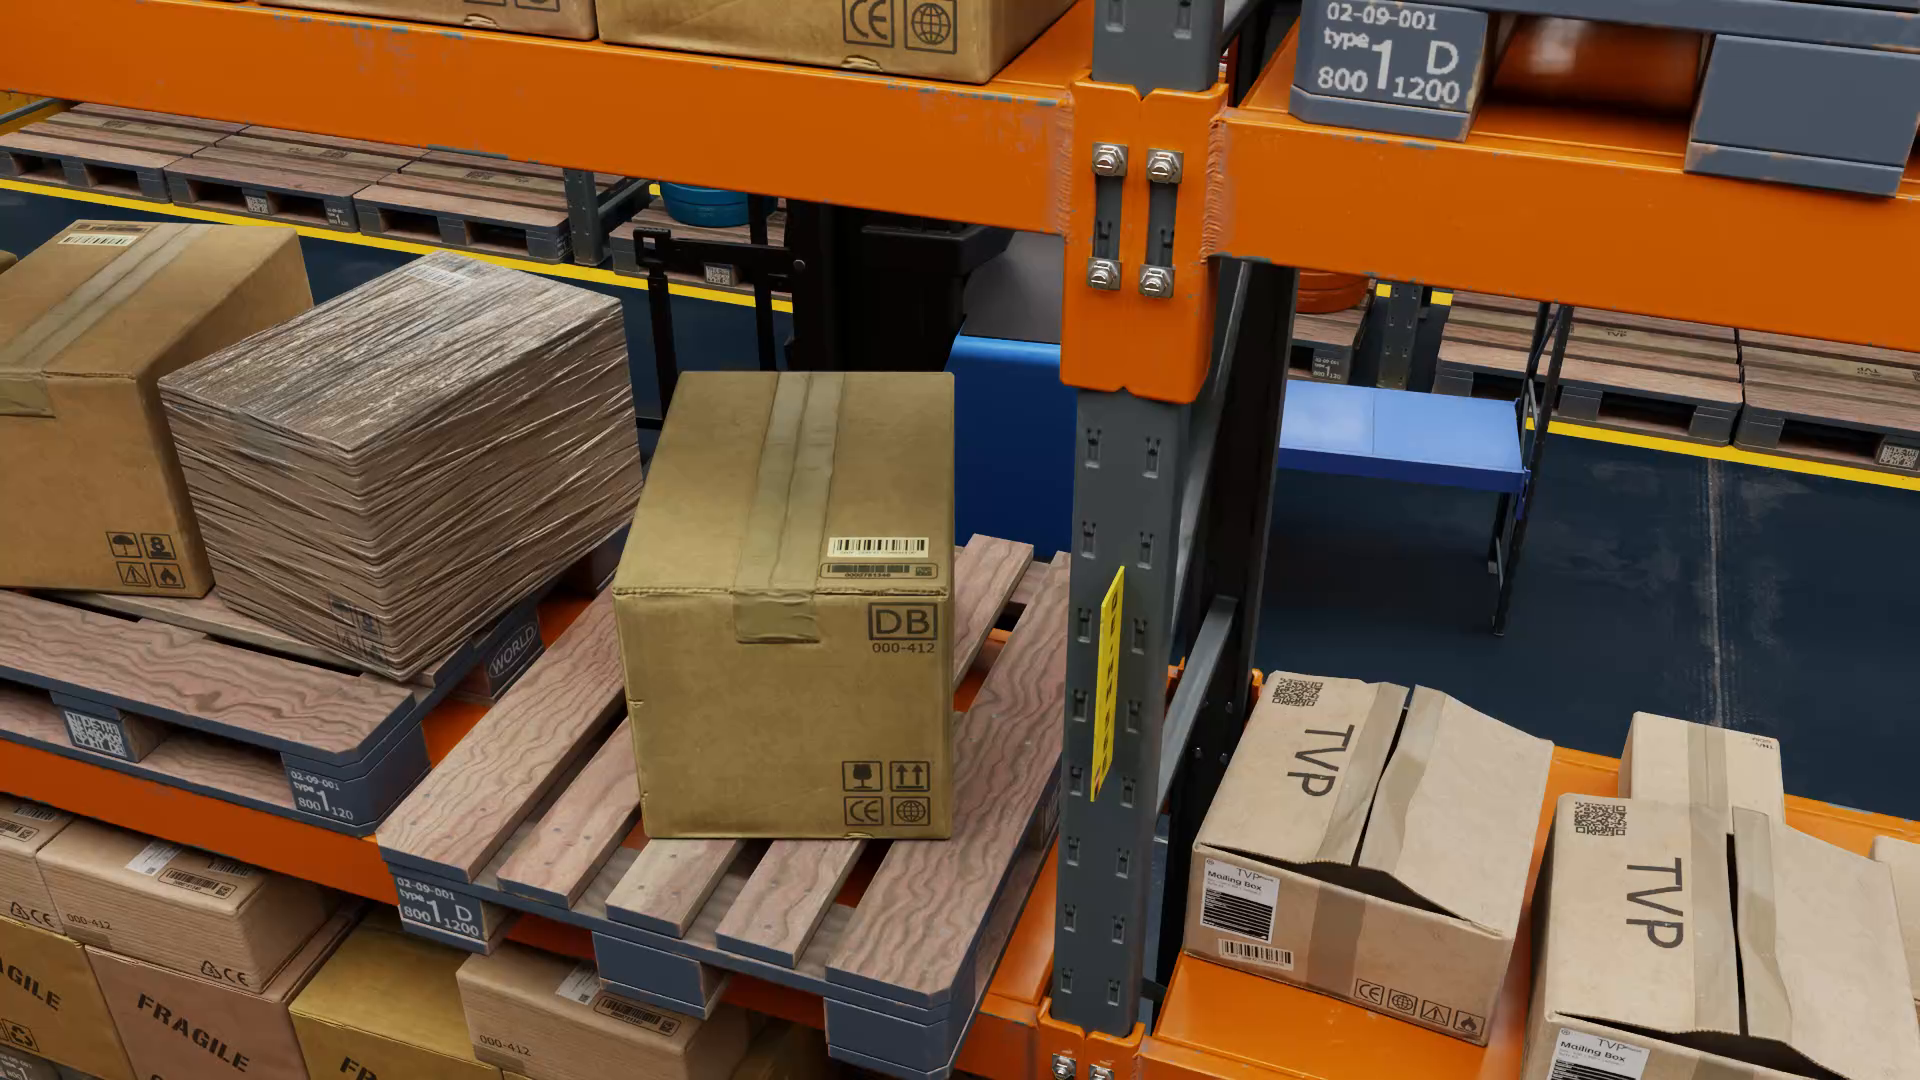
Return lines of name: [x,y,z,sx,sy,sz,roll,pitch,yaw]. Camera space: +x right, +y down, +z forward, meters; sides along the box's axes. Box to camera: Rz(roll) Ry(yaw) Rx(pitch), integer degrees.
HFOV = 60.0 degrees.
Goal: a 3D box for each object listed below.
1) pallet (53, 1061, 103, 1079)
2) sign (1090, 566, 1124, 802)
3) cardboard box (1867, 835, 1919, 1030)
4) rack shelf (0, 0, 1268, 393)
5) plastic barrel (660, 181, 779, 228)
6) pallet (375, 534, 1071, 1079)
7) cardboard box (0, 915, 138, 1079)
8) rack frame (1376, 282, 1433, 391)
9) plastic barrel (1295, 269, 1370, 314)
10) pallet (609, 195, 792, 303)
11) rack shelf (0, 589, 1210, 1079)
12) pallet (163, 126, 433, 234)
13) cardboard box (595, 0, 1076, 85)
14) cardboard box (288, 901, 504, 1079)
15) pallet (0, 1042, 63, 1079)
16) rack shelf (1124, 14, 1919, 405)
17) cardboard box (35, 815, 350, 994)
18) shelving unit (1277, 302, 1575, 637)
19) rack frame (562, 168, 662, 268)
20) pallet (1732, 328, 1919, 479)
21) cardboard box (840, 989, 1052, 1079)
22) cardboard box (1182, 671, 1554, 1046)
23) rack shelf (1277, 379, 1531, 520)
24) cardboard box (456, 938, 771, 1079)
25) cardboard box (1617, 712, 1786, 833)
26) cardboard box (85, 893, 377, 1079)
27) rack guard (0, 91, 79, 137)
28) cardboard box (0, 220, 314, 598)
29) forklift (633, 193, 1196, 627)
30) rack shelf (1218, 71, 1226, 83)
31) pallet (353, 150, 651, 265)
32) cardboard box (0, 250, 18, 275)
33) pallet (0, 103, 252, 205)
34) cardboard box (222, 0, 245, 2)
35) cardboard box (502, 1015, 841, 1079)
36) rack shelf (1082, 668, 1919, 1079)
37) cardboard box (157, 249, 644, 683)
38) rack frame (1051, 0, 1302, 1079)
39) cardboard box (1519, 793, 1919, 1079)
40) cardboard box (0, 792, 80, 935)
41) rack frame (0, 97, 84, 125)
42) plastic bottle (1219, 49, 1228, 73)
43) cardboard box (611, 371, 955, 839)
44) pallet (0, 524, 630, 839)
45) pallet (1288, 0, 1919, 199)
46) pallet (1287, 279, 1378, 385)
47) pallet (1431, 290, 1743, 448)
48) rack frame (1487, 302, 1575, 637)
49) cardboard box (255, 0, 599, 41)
pallet: [-1.466,1.158,4.262,1.213,0.211,1.003,11,34,16]
sign: [0.195,0.192,2.192,0.005,0.325,0.100,11,34,16]
cardboard box: [1.588,0.677,2.668,0.250,0.149,0.380,14,35,20]
rack shelf: [-1.514,-0.957,2.865,4.000,0.370,1.077,11,34,16]
plastic barrel: [-1.216,-2.080,8.254,0.708,0.901,0.600,11,34,16]
pallet: [-0.293,0.359,3.105,1.003,0.211,1.213,11,34,16]
cardboard box: [-2.050,0.900,3.989,0.500,0.500,0.500,11,35,17]
rack frame: [2.044,-2.162,6.833,0.127,3.000,1.000,11,34,16]
plastic barrel: [1.577,-1.507,7.433,0.708,0.830,0.600,11,34,16]
pallet: [-1.010,-1.560,8.471,1.213,0.211,1.003,11,34,16]
rack shelf: [-1.514,0.303,3.679,4.000,0.370,1.077,11,34,16]
pallet: [-3.580,-2.059,9.245,1.213,0.211,1.003,11,34,16]
cardboard box: [-0.053,-0.998,2.173,0.500,0.500,0.910,11,34,16]
cardboard box: [-1.078,1.086,3.702,0.500,0.500,0.500,10,34,15]
pallet: [-2.618,0.936,4.606,1.213,0.211,1.003,11,34,16]
rack shelf: [2.252,-0.225,1.731,4.000,0.370,1.077,11,34,16]
cardboard box: [-1.610,0.673,3.651,0.500,0.250,0.500,10,34,16]
shelving unit: [1.413,-0.490,5.626,1.048,1.500,0.538,7,33,10]
rack frame: [-1.722,-2.894,7.967,0.127,3.000,1.000,11,34,16]
pallet: [3.904,-0.605,6.992,1.213,0.211,1.003,11,34,16]
cardboard box: [0.037,1.003,3.830,0.500,0.500,0.500,12,35,18]
cardboard box: [0.697,0.493,2.803,0.500,0.311,0.500,13,35,19]
rack shelf: [1.413,-0.338,5.723,1.000,0.185,0.538,7,33,10]
cardboard box: [-0.645,0.858,3.364,0.500,0.250,0.500,12,35,18]
cardboard box: [1.309,0.496,2.948,0.250,0.149,0.380,11,34,16]
cardboard box: [-1.574,0.993,3.845,0.500,0.500,0.500,10,34,15]
rack guard: [-5.514,-2.573,9.775,0.348,0.500,1.175,11,34,16]
cardboard box: [-1.713,-0.292,3.457,0.500,0.500,0.700,3,33,4]
forklift: [-0.611,-1.304,5.568,3.031,2.935,1.130,7,33,10]
rack shelf: [0.161,-2.226,7.595,4.000,0.370,1.077,11,34,16]
pallet: [-2.427,-1.837,8.901,1.213,0.211,1.003,11,34,16]
cardboard box: [-2.357,-0.289,3.453,0.500,0.500,0.700,17,36,24]
pallet: [-4.724,-2.284,9.592,1.213,0.211,1.003,11,34,16]
cardboard box: [-1.023,-1.187,2.465,0.500,0.500,0.910,11,34,16]
cardboard box: [-0.591,1.181,3.555,0.500,0.500,0.500,12,35,18]
rack shelf: [2.252,1.035,2.545,4.000,0.370,1.077,11,34,16]
cardboard box: [-1.058,-0.174,3.275,0.500,0.500,0.700,18,37,25]
rack frame: [0.368,0.368,2.914,0.053,2.616,0.949,11,34,16]
cardboard box: [1.146,0.667,2.534,0.500,0.311,0.500,11,34,16]
cardboard box: [-2.082,0.581,3.792,0.500,0.250,0.500,11,34,17]
rack frame: [-5.487,-3.626,9.100,0.127,3.000,1.000,11,34,16]
plastic bottle: [1.107,-2.025,6.804,0.097,0.201,0.097,0,33,0]
cardboard box: [-0.262,0.091,2.865,0.500,0.500,0.700,0,33,0]
pallet: [-1.463,0.094,3.516,1.213,0.211,1.003,11,34,16]
pallet: [1.038,-0.736,2.033,1.003,0.211,1.213,13,35,19]
pallet: [1.287,-1.113,7.780,1.213,0.211,1.003,11,34,16]
pallet: [2.760,-0.829,7.339,1.213,0.211,1.003,11,34,16]
rack frame: [1.910,-0.430,5.533,0.032,1.500,0.500,7,33,10]
cardboard box: [-0.533,-1.091,2.317,0.500,0.500,0.910,11,34,16]
